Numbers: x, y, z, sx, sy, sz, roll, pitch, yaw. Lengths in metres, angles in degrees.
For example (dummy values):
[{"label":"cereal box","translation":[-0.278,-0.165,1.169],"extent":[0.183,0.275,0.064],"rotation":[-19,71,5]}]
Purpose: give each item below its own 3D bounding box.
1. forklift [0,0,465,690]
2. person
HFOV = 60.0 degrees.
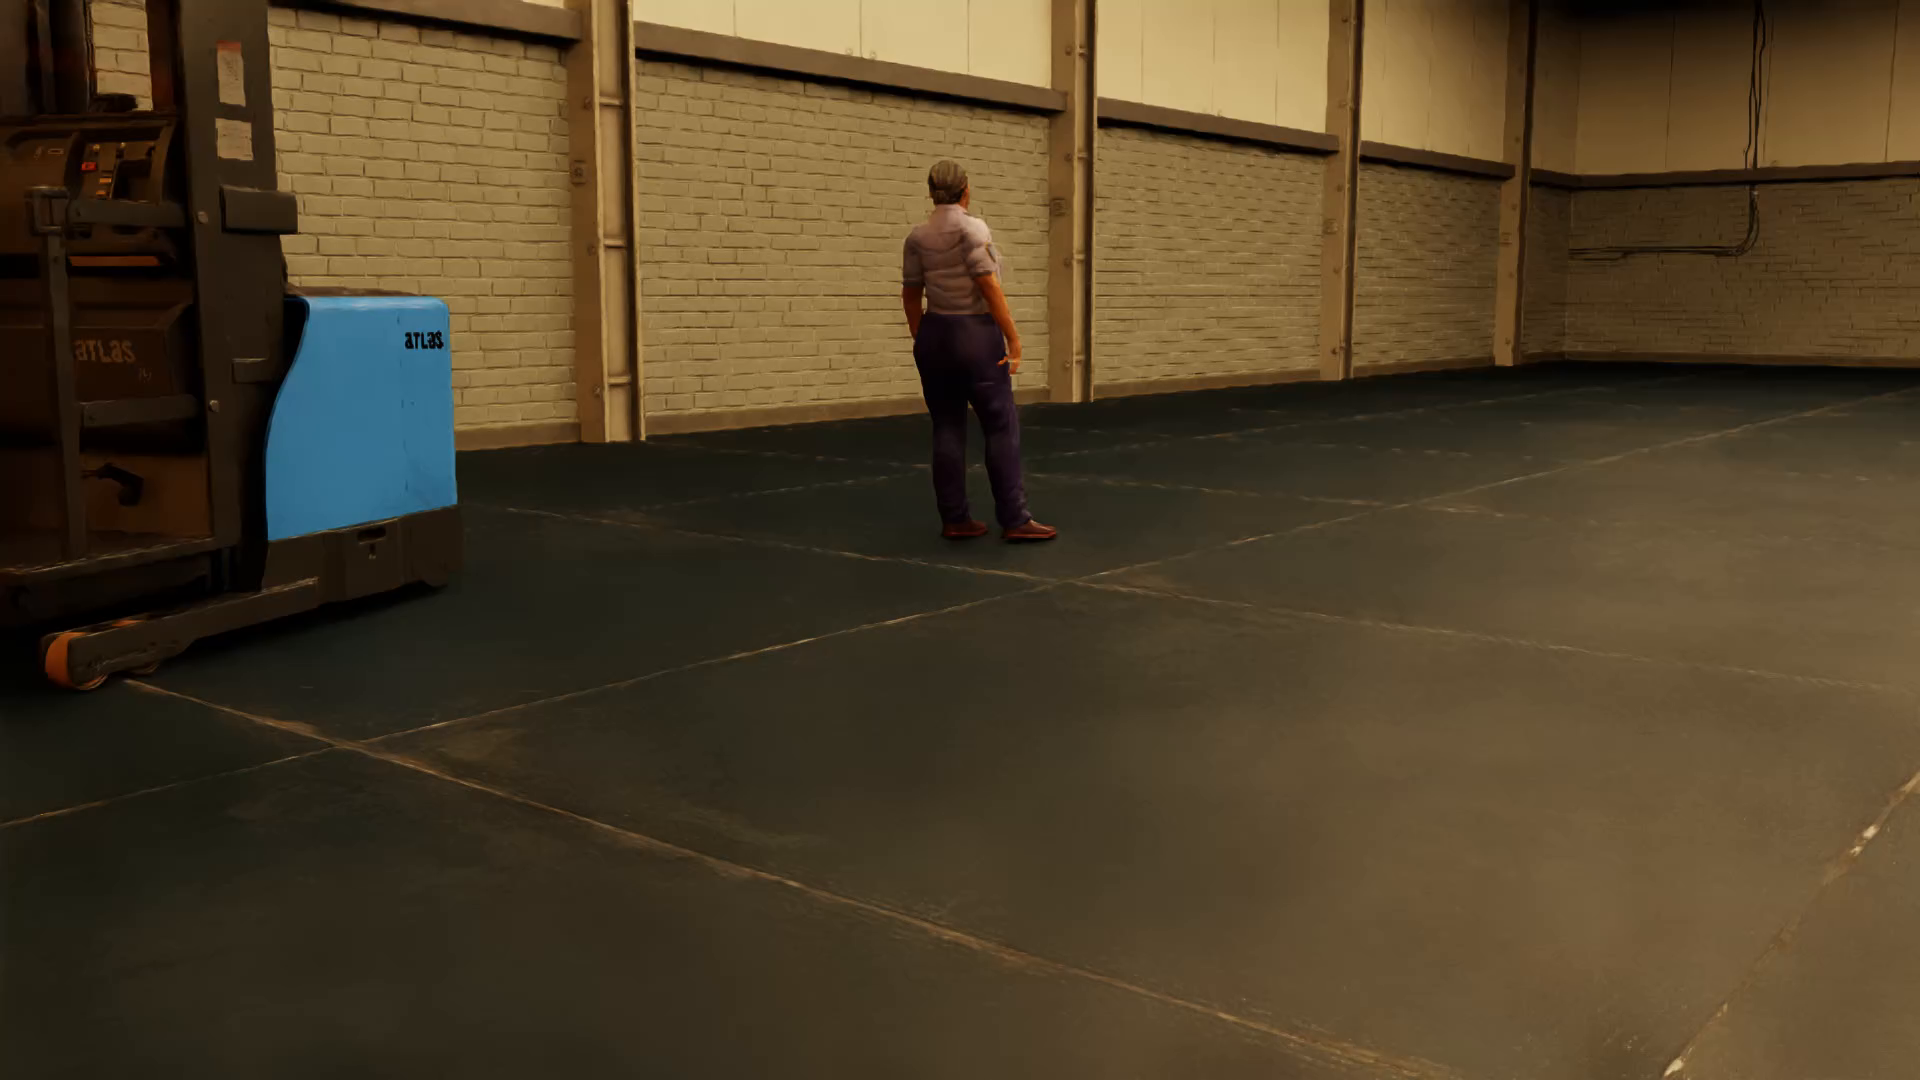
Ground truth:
[{"label":"forklift","translation":[-2.808,-1.101,4.805],"extent":[1.130,2.935,3.031],"rotation":[3,9,19]},{"label":"person","translation":[0.079,-0.830,7.336],"extent":[0.587,1.650,0.502],"rotation":[7,11,38]}]
